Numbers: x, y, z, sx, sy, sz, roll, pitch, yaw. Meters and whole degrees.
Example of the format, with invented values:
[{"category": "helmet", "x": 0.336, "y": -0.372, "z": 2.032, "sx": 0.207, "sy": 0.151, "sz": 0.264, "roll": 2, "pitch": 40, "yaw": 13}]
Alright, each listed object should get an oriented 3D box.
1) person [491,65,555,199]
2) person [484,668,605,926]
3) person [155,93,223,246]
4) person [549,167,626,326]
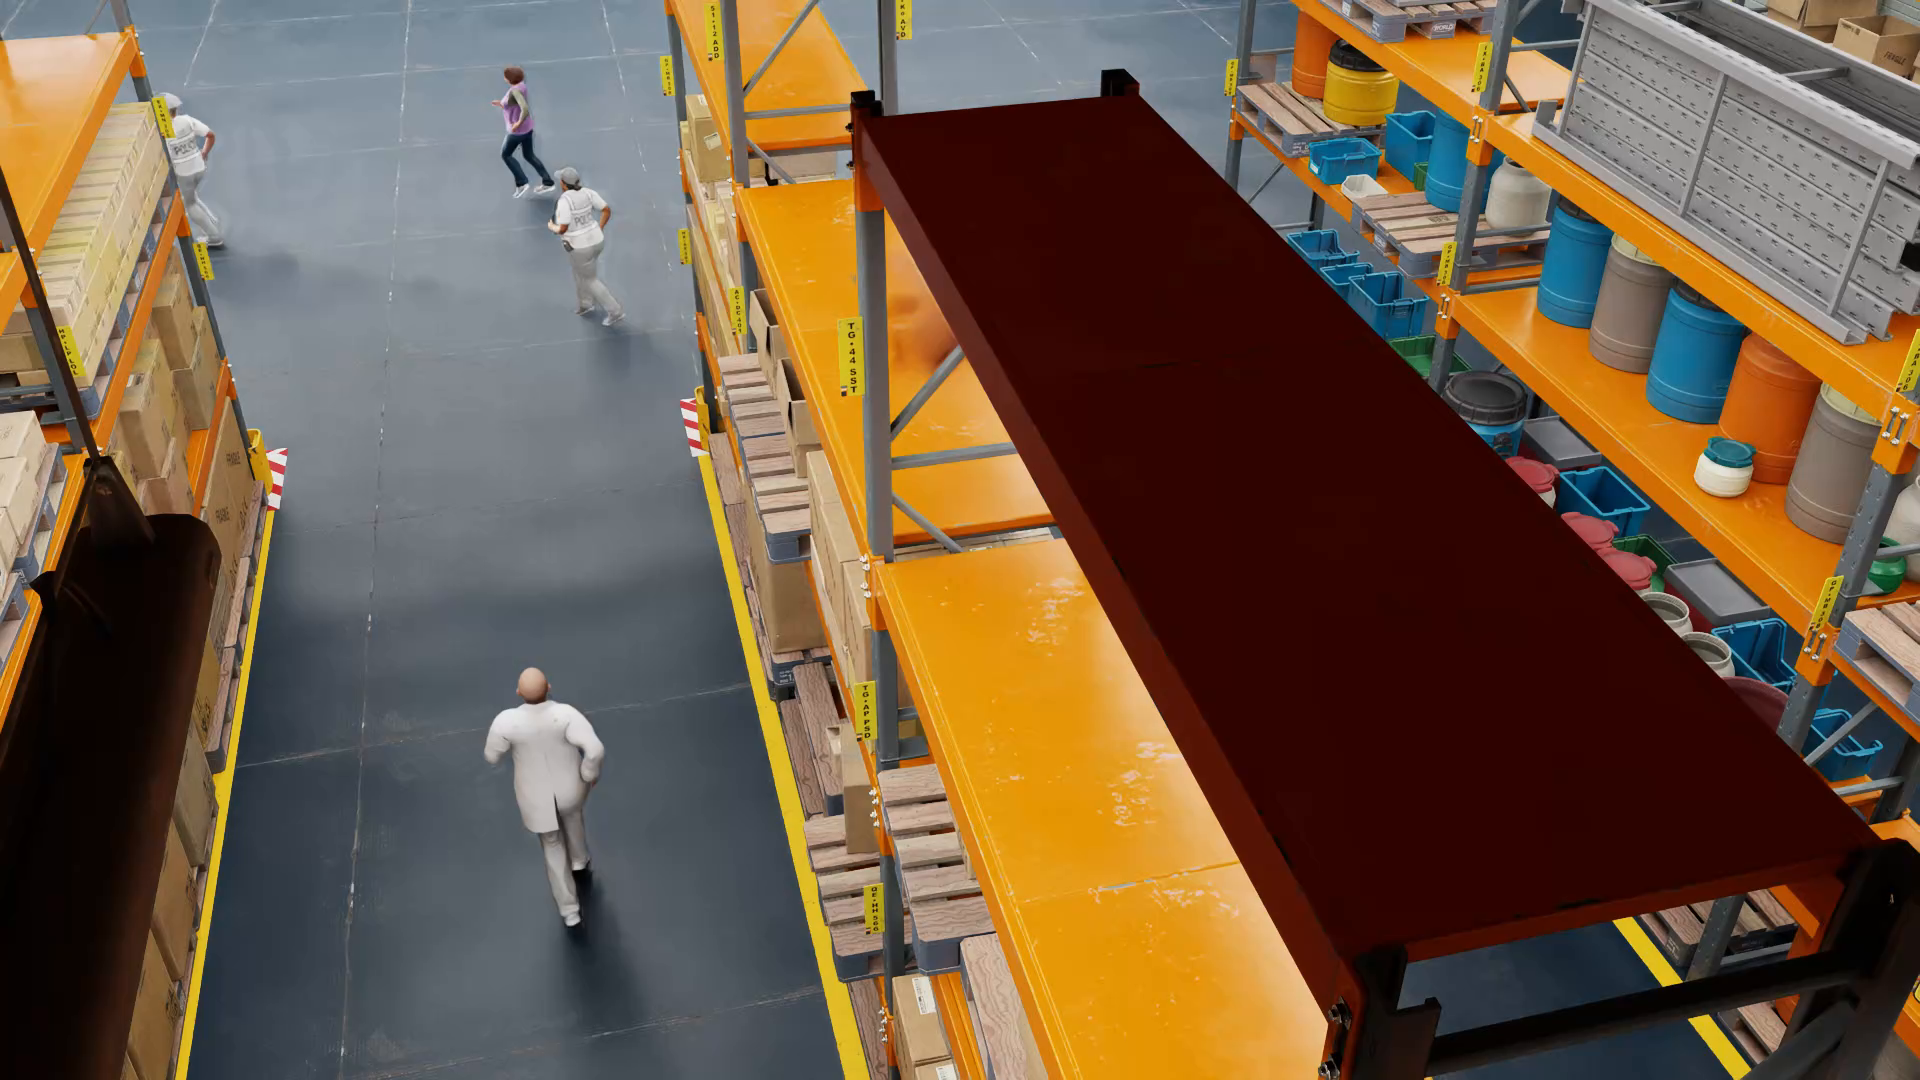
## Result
[{"category": "person", "x": -5.224, "y": -4.831, "z": 19.731, "sx": 0.660, "sy": 1.624, "sz": 0.514, "roll": 5, "pitch": 35, "yaw": 7}, {"category": "person", "x": -2.525, "y": 1.556, "z": 10.265, "sx": 0.688, "sy": 1.841, "sz": 0.838, "roll": -12, "pitch": 36, "yaw": -17}, {"category": "person", "x": -8.693, "y": -4.132, "z": 18.570, "sx": 0.677, "sy": 1.774, "sz": 0.646, "roll": 11, "pitch": 36, "yaw": 16}, {"category": "person", "x": -3.803, "y": -2.938, "z": 16.922, "sx": 0.765, "sy": 1.717, "sz": 0.598, "roll": 14, "pitch": 37, "yaw": 20}]
